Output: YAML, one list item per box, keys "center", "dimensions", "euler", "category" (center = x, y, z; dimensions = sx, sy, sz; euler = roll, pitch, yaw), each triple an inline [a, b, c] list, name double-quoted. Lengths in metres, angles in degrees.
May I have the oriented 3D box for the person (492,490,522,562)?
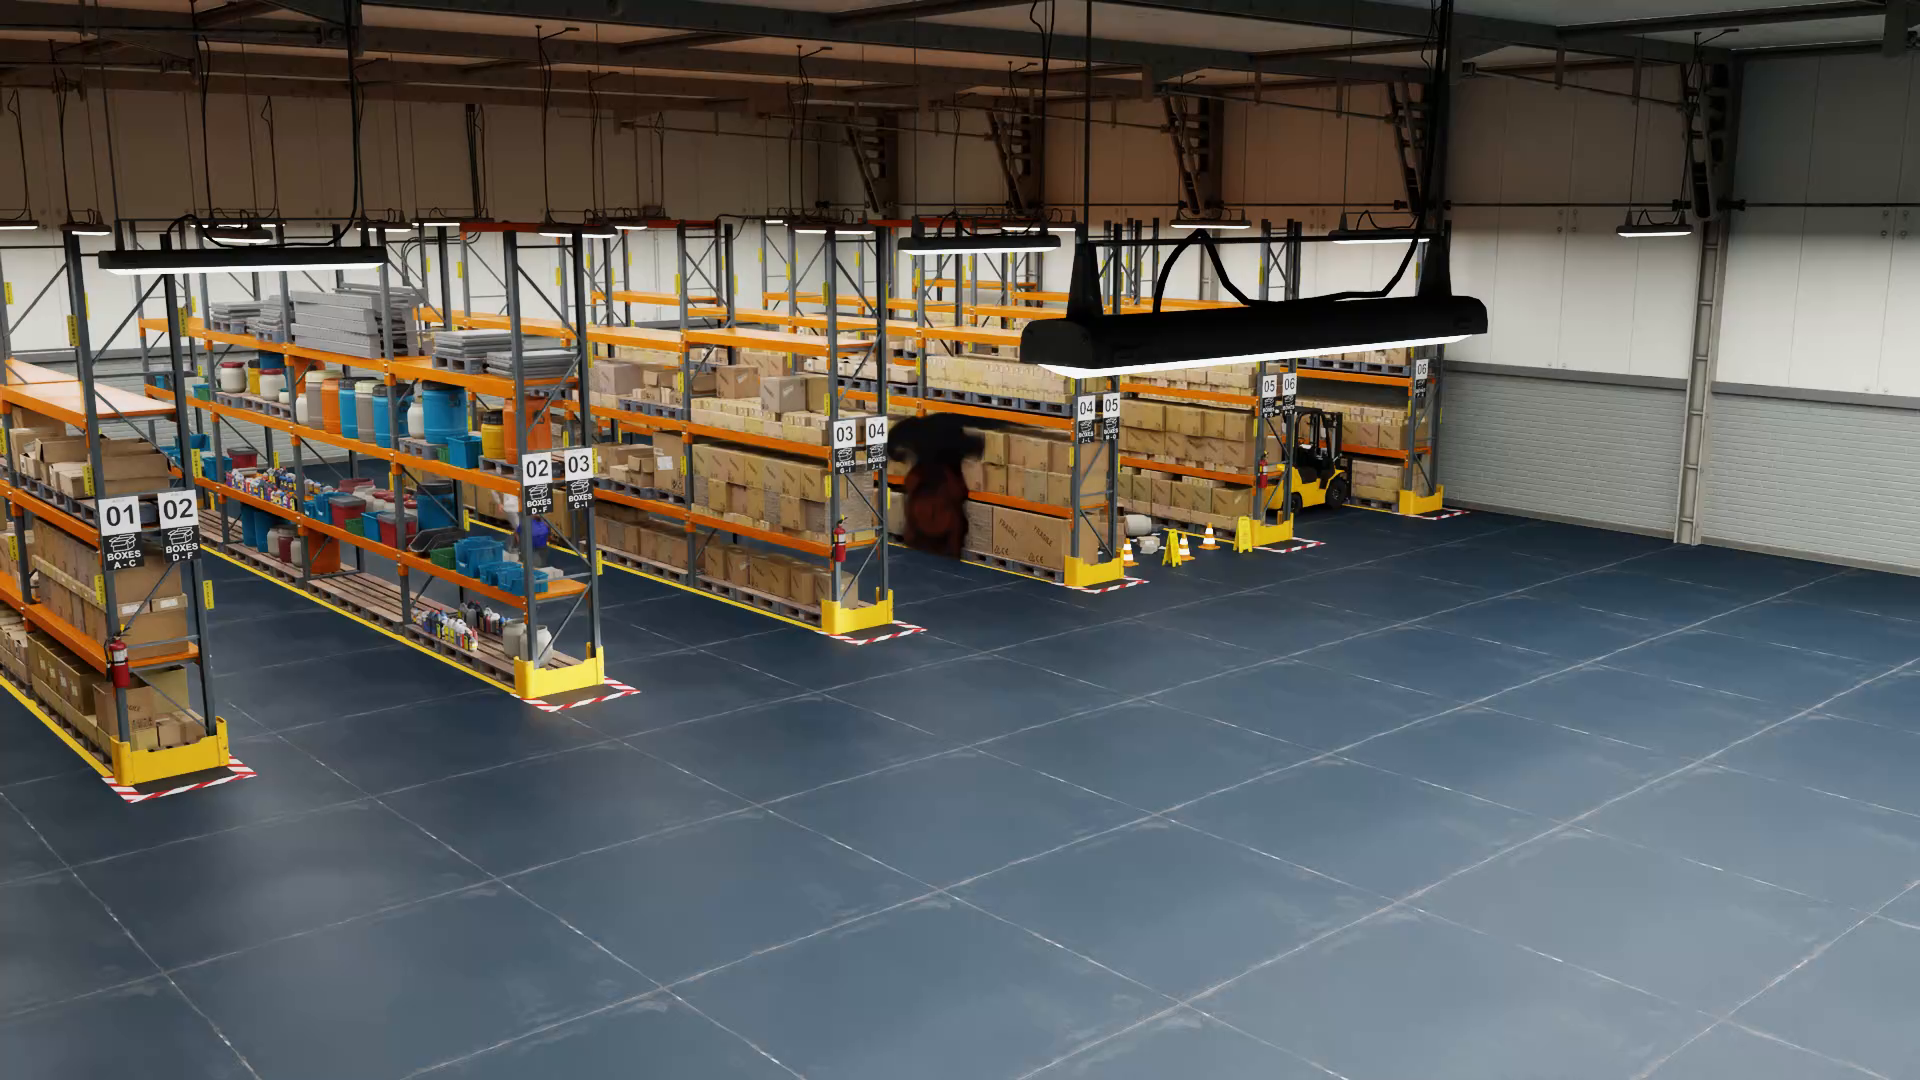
- center: [-7.996, -0.508, 29.932]
  dimensions: [0.726, 1.801, 0.643]
  euler: [11, 16, 42]
  category: "person"

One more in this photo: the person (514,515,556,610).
- center: [-6.720, 0.261, 26.457]
  dimensions: [0.721, 1.690, 0.587]
  euler: [10, 15, 41]
  category: "person"
